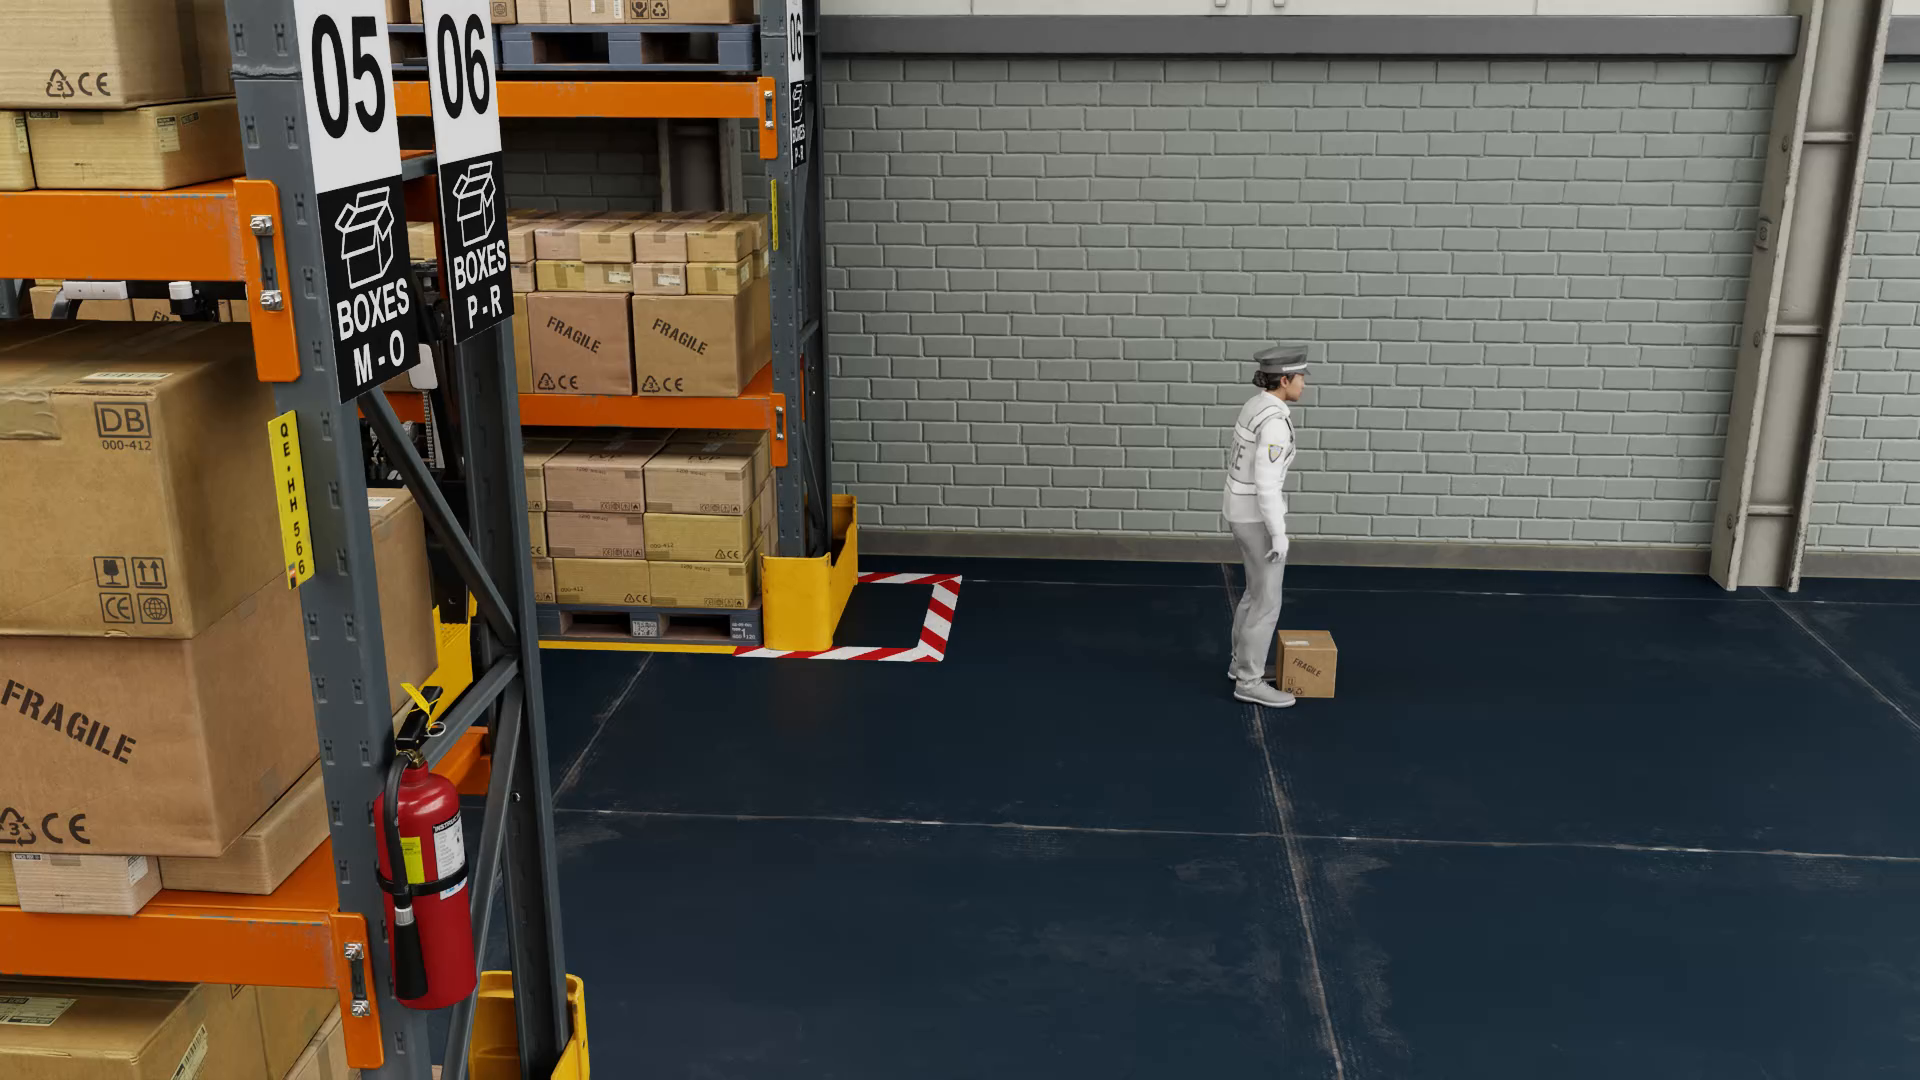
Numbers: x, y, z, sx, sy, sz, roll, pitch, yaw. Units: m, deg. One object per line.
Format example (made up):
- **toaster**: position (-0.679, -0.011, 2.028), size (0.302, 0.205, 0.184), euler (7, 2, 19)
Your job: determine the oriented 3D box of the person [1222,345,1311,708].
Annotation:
- **person**: position (1.423, -0.085, 7.806), size (0.370, 1.667, 0.547), euler (0, 18, 1)
